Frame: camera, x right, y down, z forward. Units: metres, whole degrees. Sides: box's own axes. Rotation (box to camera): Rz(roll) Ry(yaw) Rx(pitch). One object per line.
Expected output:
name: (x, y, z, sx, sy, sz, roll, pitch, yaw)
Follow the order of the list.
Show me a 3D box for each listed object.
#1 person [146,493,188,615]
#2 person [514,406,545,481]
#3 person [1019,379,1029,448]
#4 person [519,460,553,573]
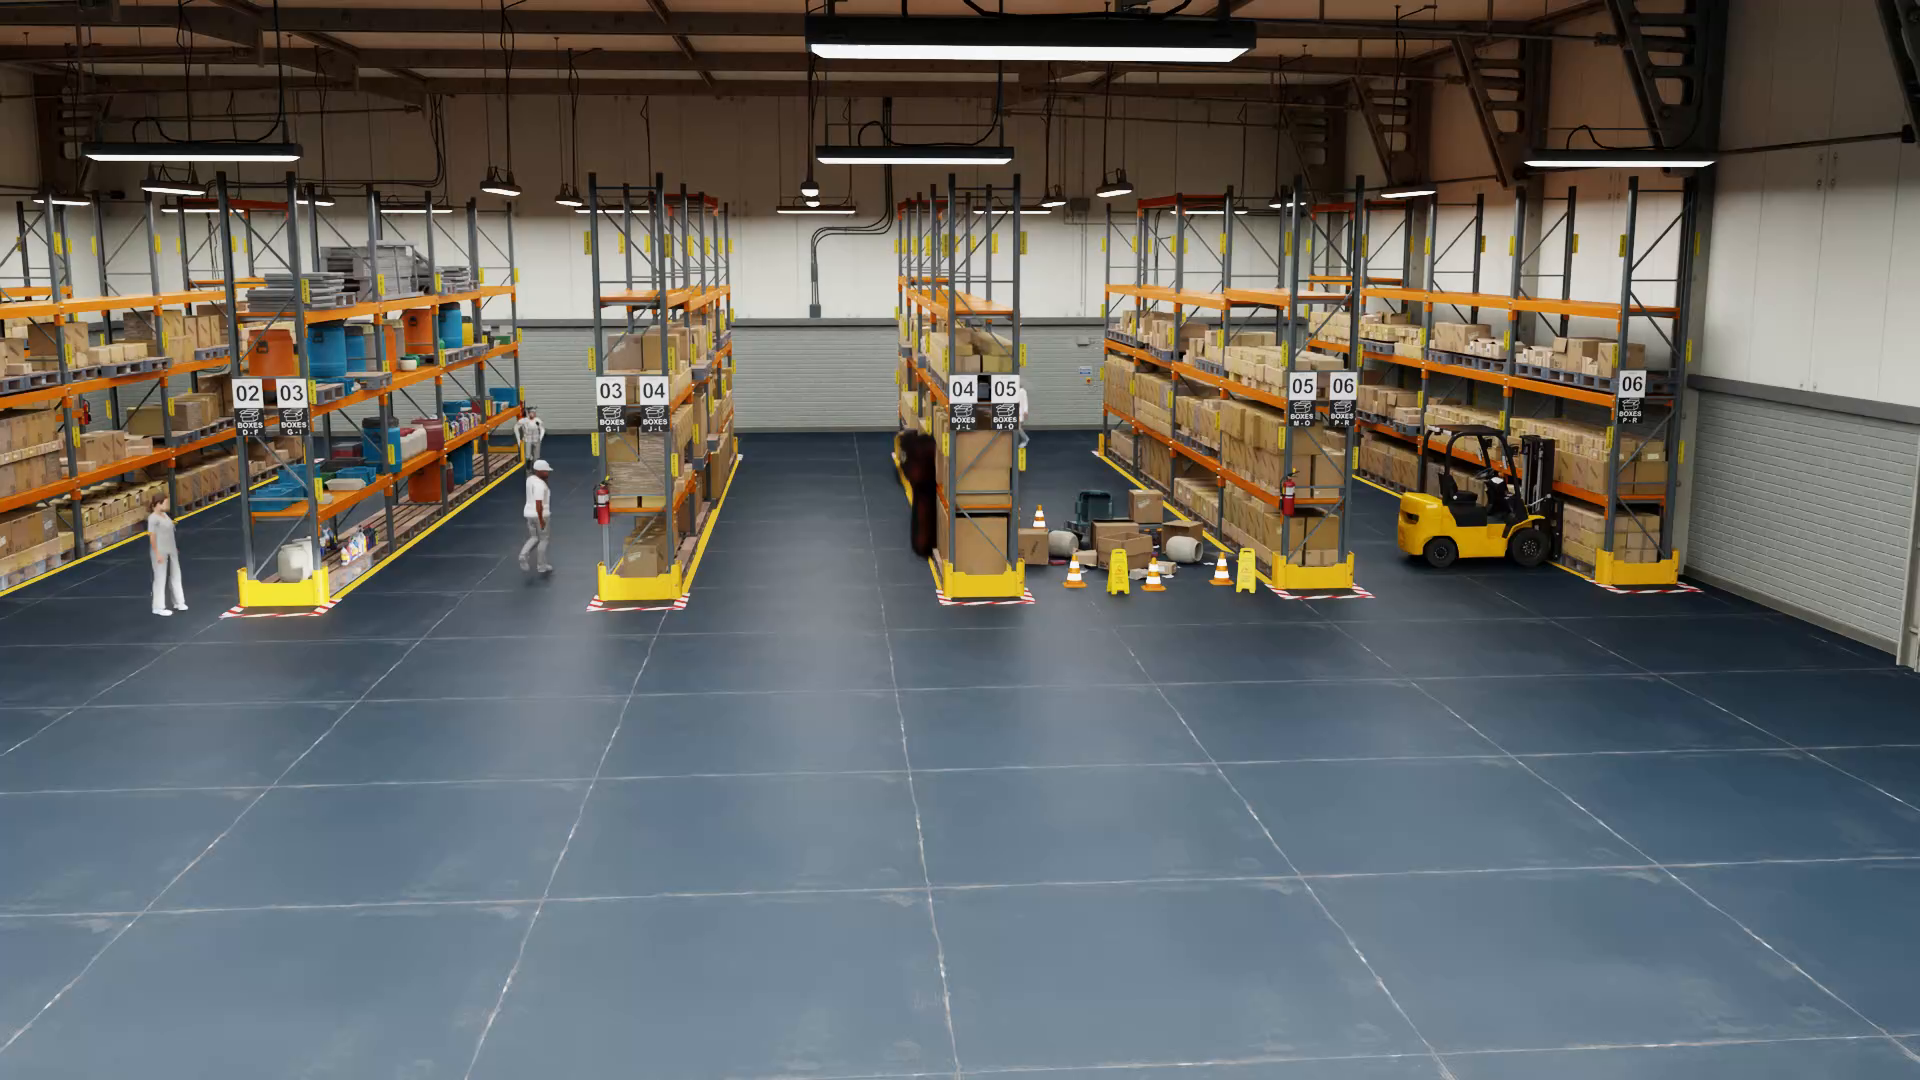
person: (-10.957, 0.180, 22.955, 0.372, 1.683, 0.521, 3, 10, 17)
person: (-9.236, -2.069, 35.745, 0.650, 1.638, 0.568, -3, 10, -17)
person: (1.377, -3.142, 41.465, 0.671, 1.782, 0.647, 8, 13, 39)
person: (-6.561, -0.361, 25.617, 0.544, 1.757, 0.603, 6, 11, 29)
